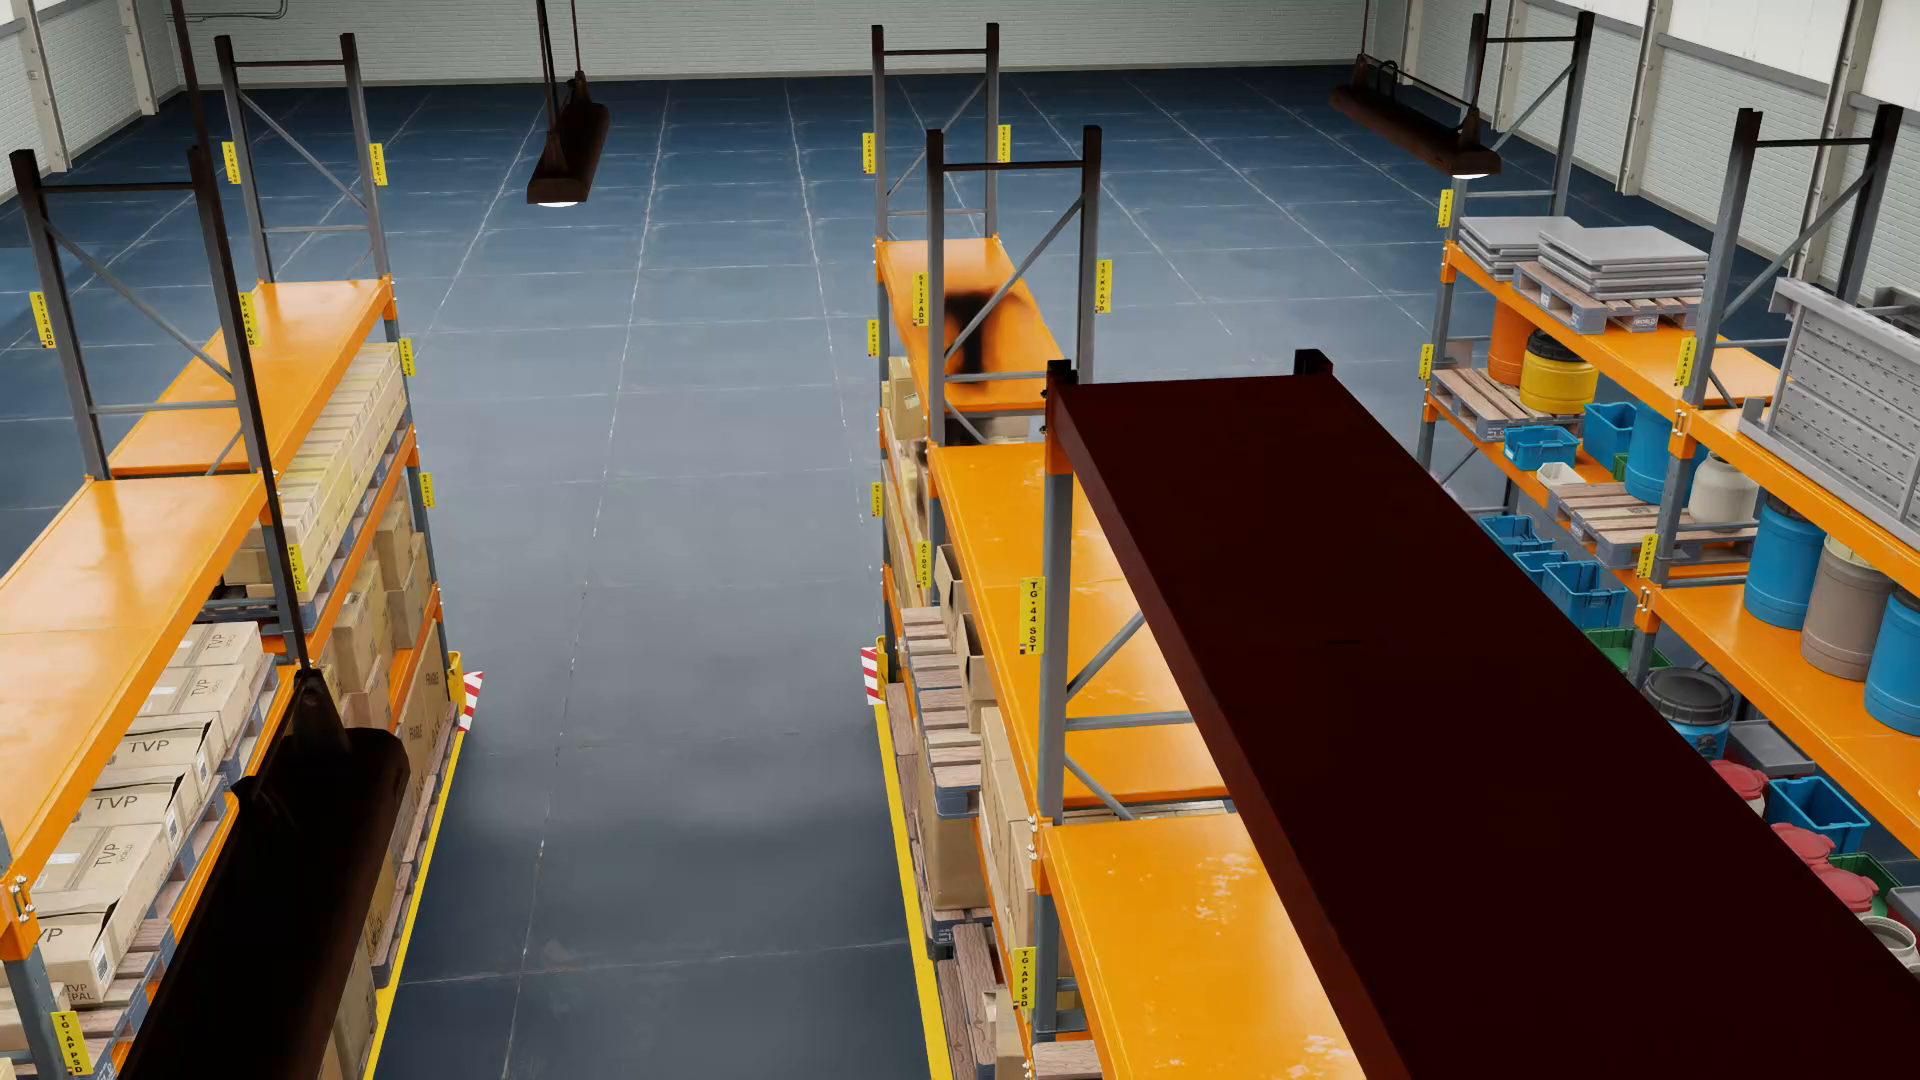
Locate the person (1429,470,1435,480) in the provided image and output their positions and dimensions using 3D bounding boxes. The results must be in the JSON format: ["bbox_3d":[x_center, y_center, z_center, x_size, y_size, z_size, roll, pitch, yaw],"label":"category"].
[{"bbox_3d":[4.770,-0.187,17.221,0.773,1.472,0.634,8,27,17],"label":"person"}]
